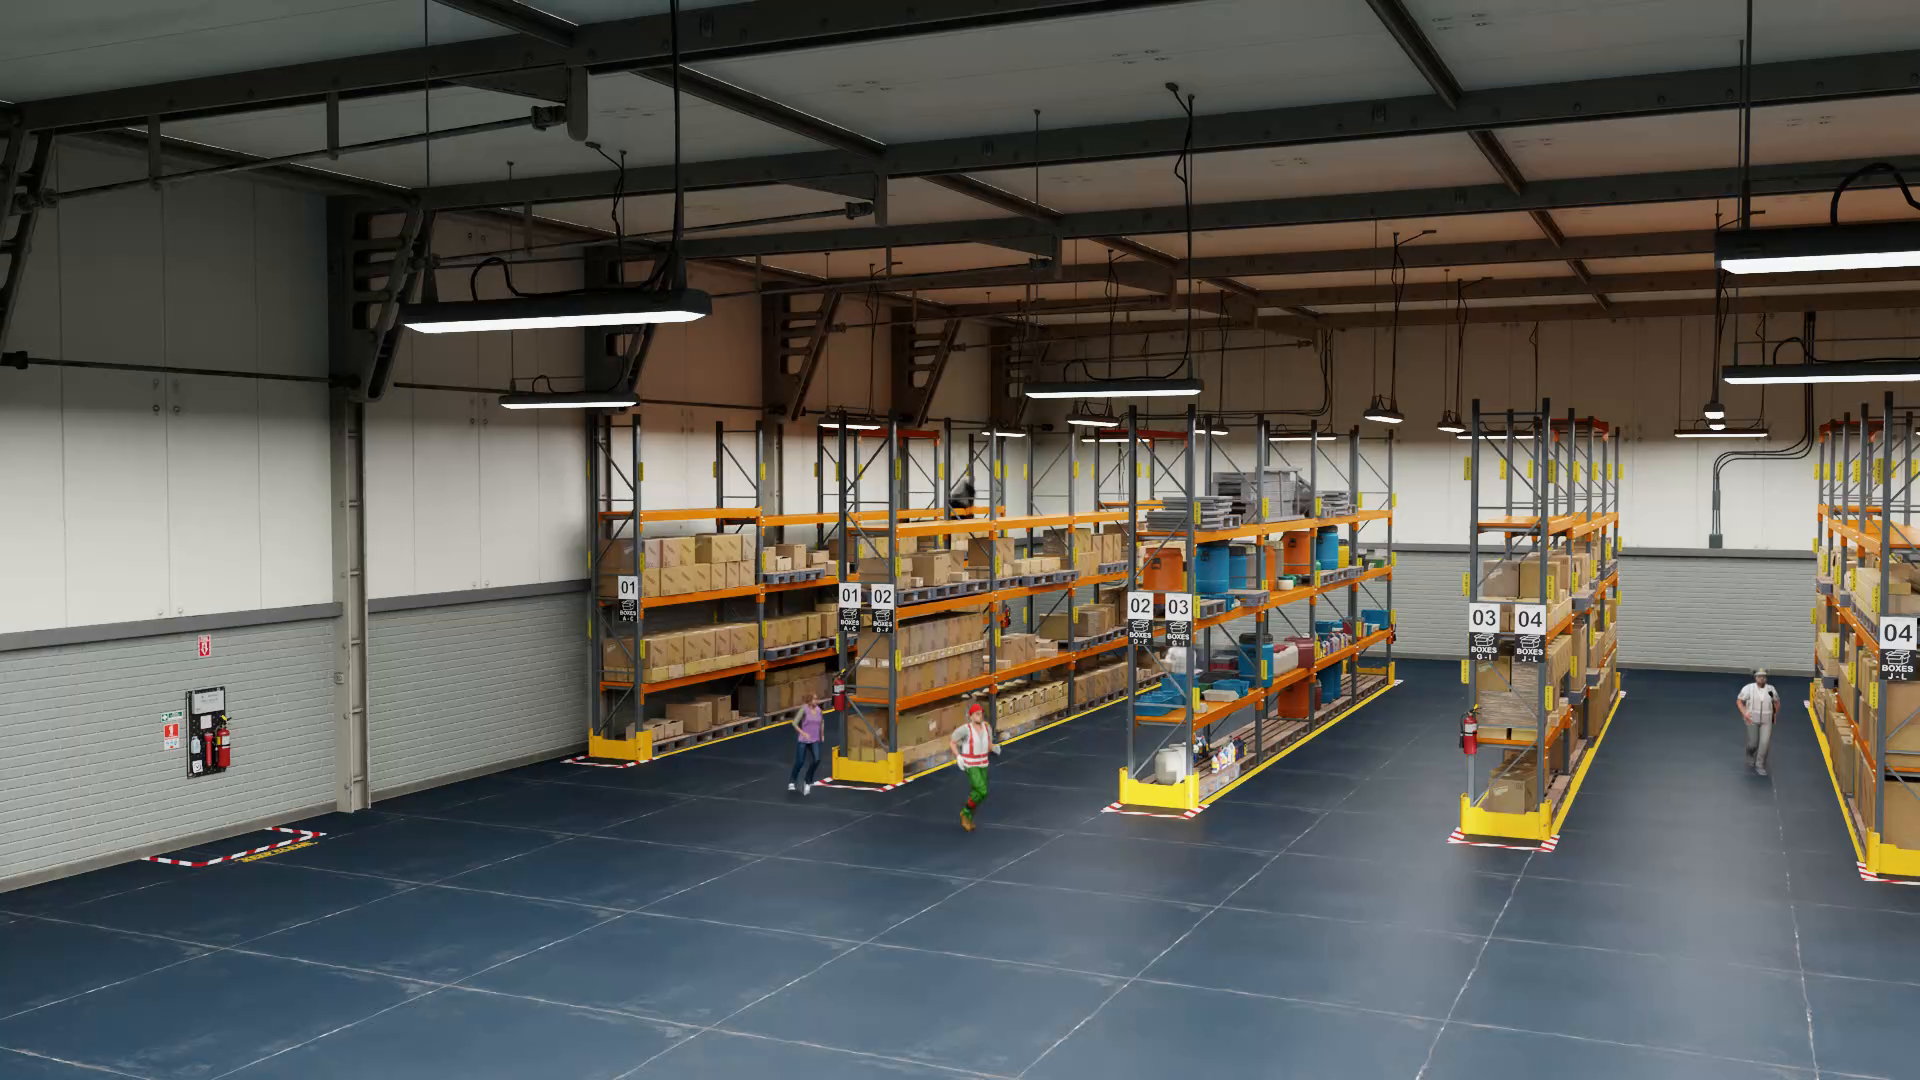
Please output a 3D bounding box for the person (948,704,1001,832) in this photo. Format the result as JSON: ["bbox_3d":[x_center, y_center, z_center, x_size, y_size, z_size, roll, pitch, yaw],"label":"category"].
[{"bbox_3d":[0.256,3.162,23.112,0.625,1.762,0.659,-2,3,-41],"label":"person"}]

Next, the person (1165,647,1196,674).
[{"bbox_3d":[4.501,2.742,34.004,0.604,1.727,0.856,1,2,17],"label":"person"}]

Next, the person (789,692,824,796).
[{"bbox_3d":[-2.342,3.156,25.893,0.599,1.577,0.612,-1,3,-28],"label":"person"}]

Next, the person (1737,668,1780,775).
[{"bbox_3d":[13.313,2.996,27.715,0.669,1.761,0.689,1,2,17],"label":"person"}]
